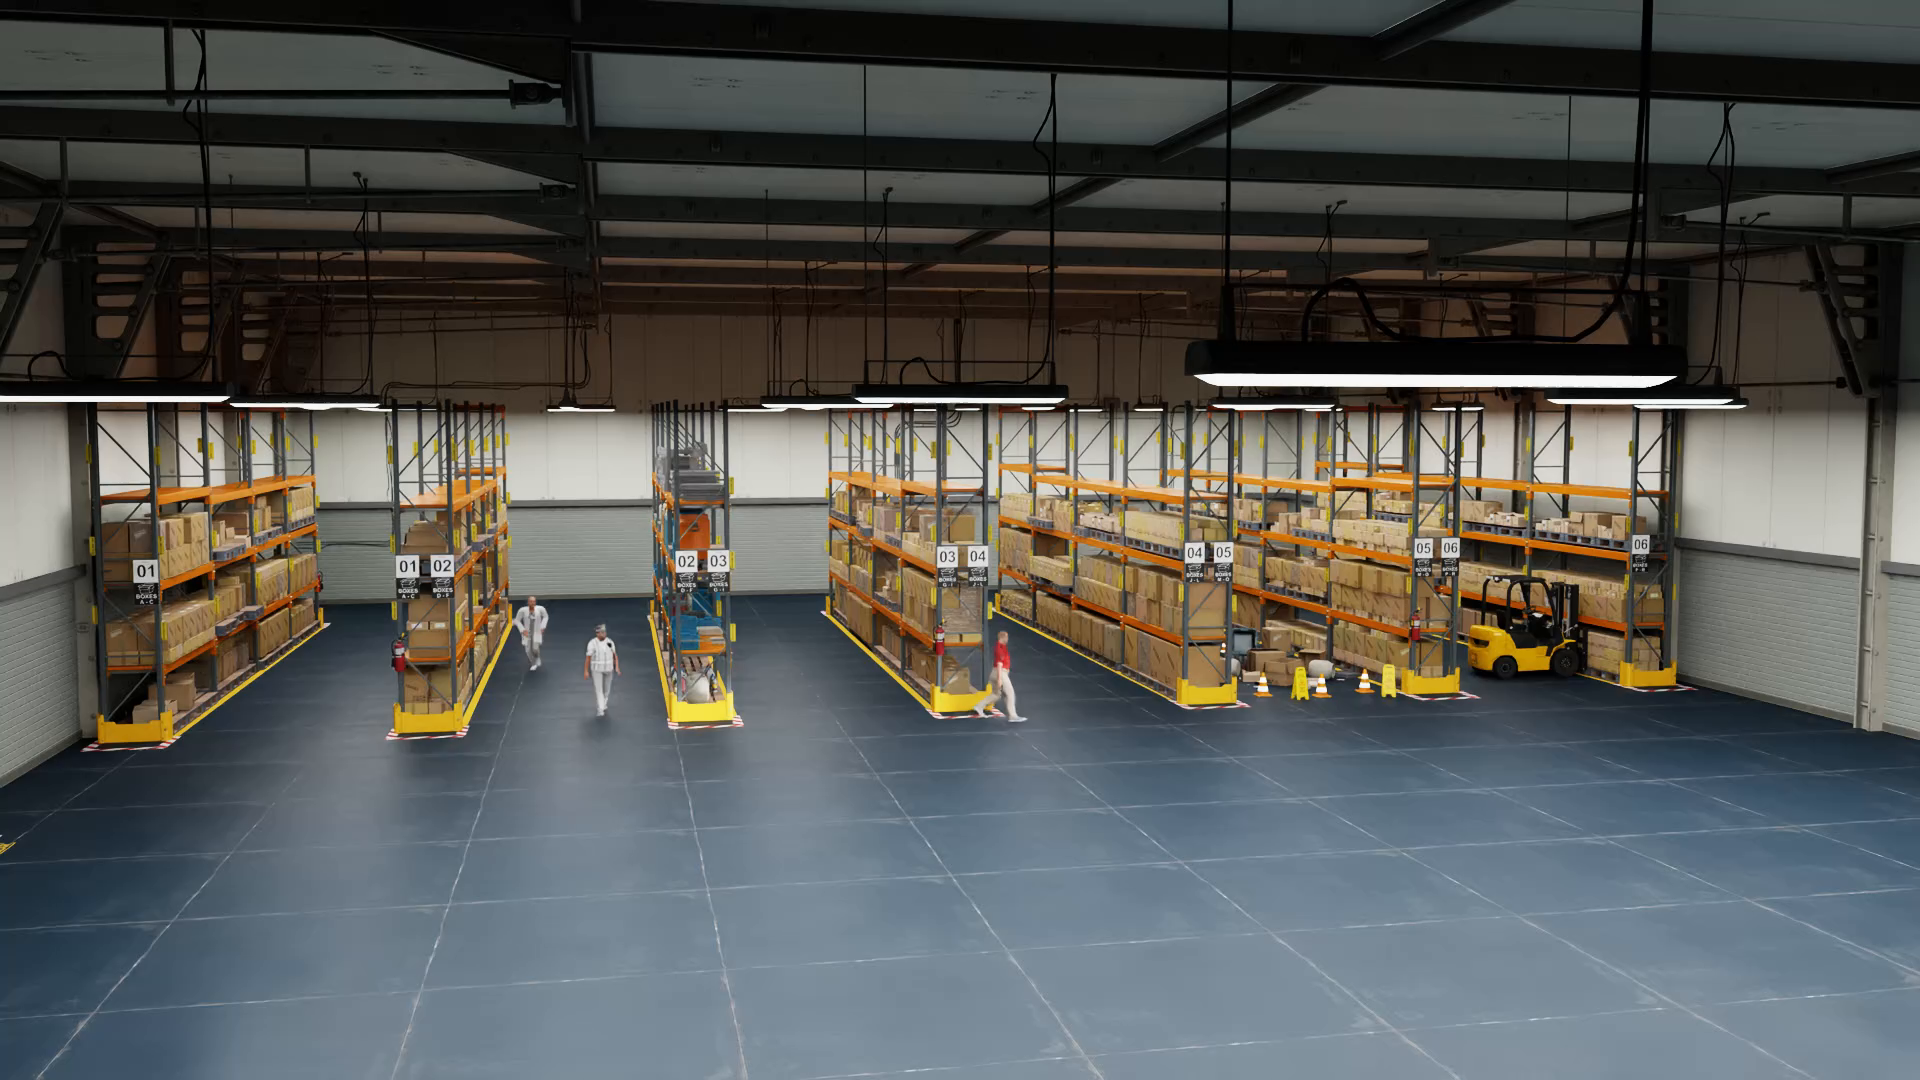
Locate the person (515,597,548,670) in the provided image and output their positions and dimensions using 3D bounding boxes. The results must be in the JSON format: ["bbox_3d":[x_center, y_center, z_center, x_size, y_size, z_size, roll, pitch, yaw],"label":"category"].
[{"bbox_3d":[-9.586,2.052,37.208,0.677,1.617,0.648,0,4,-3],"label":"person"}]

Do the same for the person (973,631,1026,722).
[{"bbox_3d":[0.722,2.534,31.038,0.960,1.685,0.569,-1,4,-8],"label":"person"}]

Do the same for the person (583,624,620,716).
[{"bbox_3d":[-6.828,2.452,31.706,0.636,1.702,1.088,-2,5,-27],"label":"person"}]
